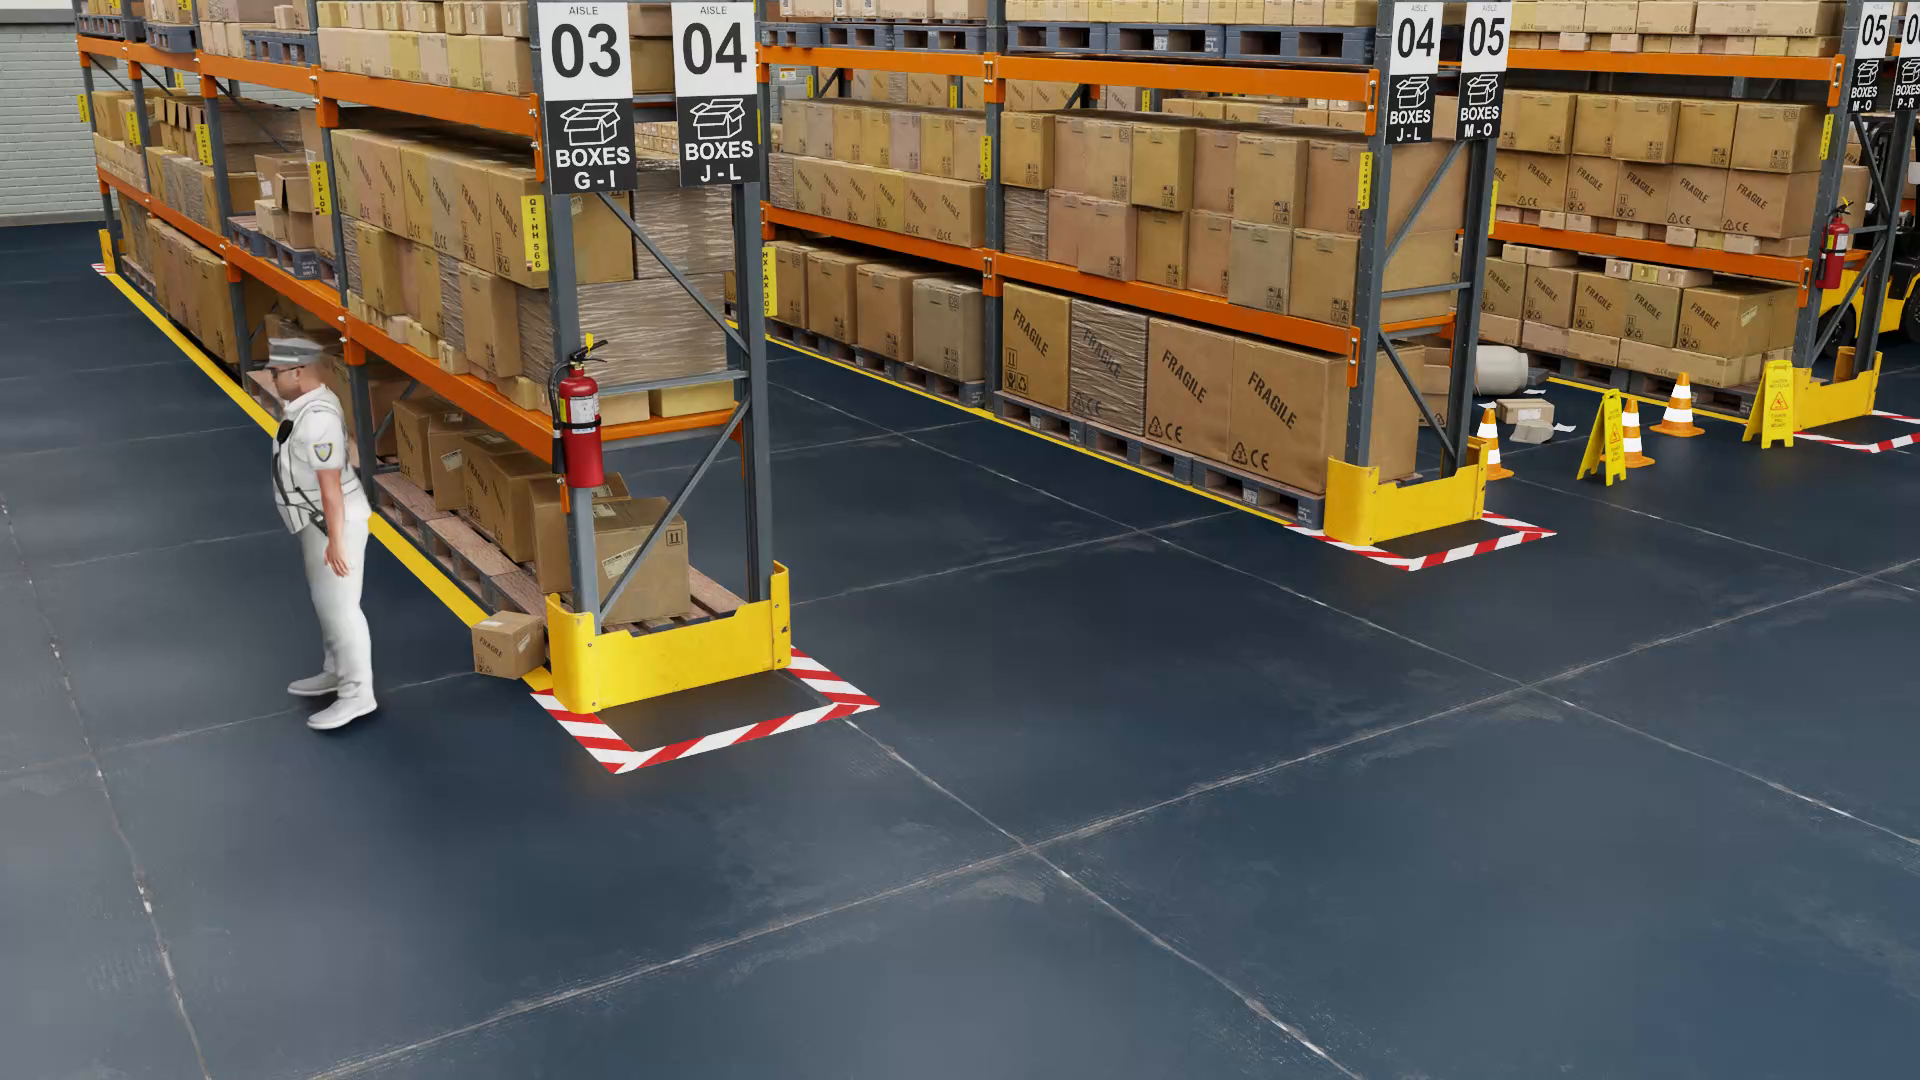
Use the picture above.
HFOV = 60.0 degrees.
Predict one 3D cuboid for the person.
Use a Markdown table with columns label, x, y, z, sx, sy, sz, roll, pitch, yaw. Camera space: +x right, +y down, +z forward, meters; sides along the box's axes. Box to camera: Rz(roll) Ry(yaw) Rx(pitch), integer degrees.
| label | x | y | z | sx | sy | sz | roll | pitch | yaw |
| --- | --- | --- | --- | --- | --- | --- | --- | --- | --- |
| person | -2.957 | -0.071 | 7.684 | 0.461 | 1.760 | 0.684 | -8 | 19 | -22 |
